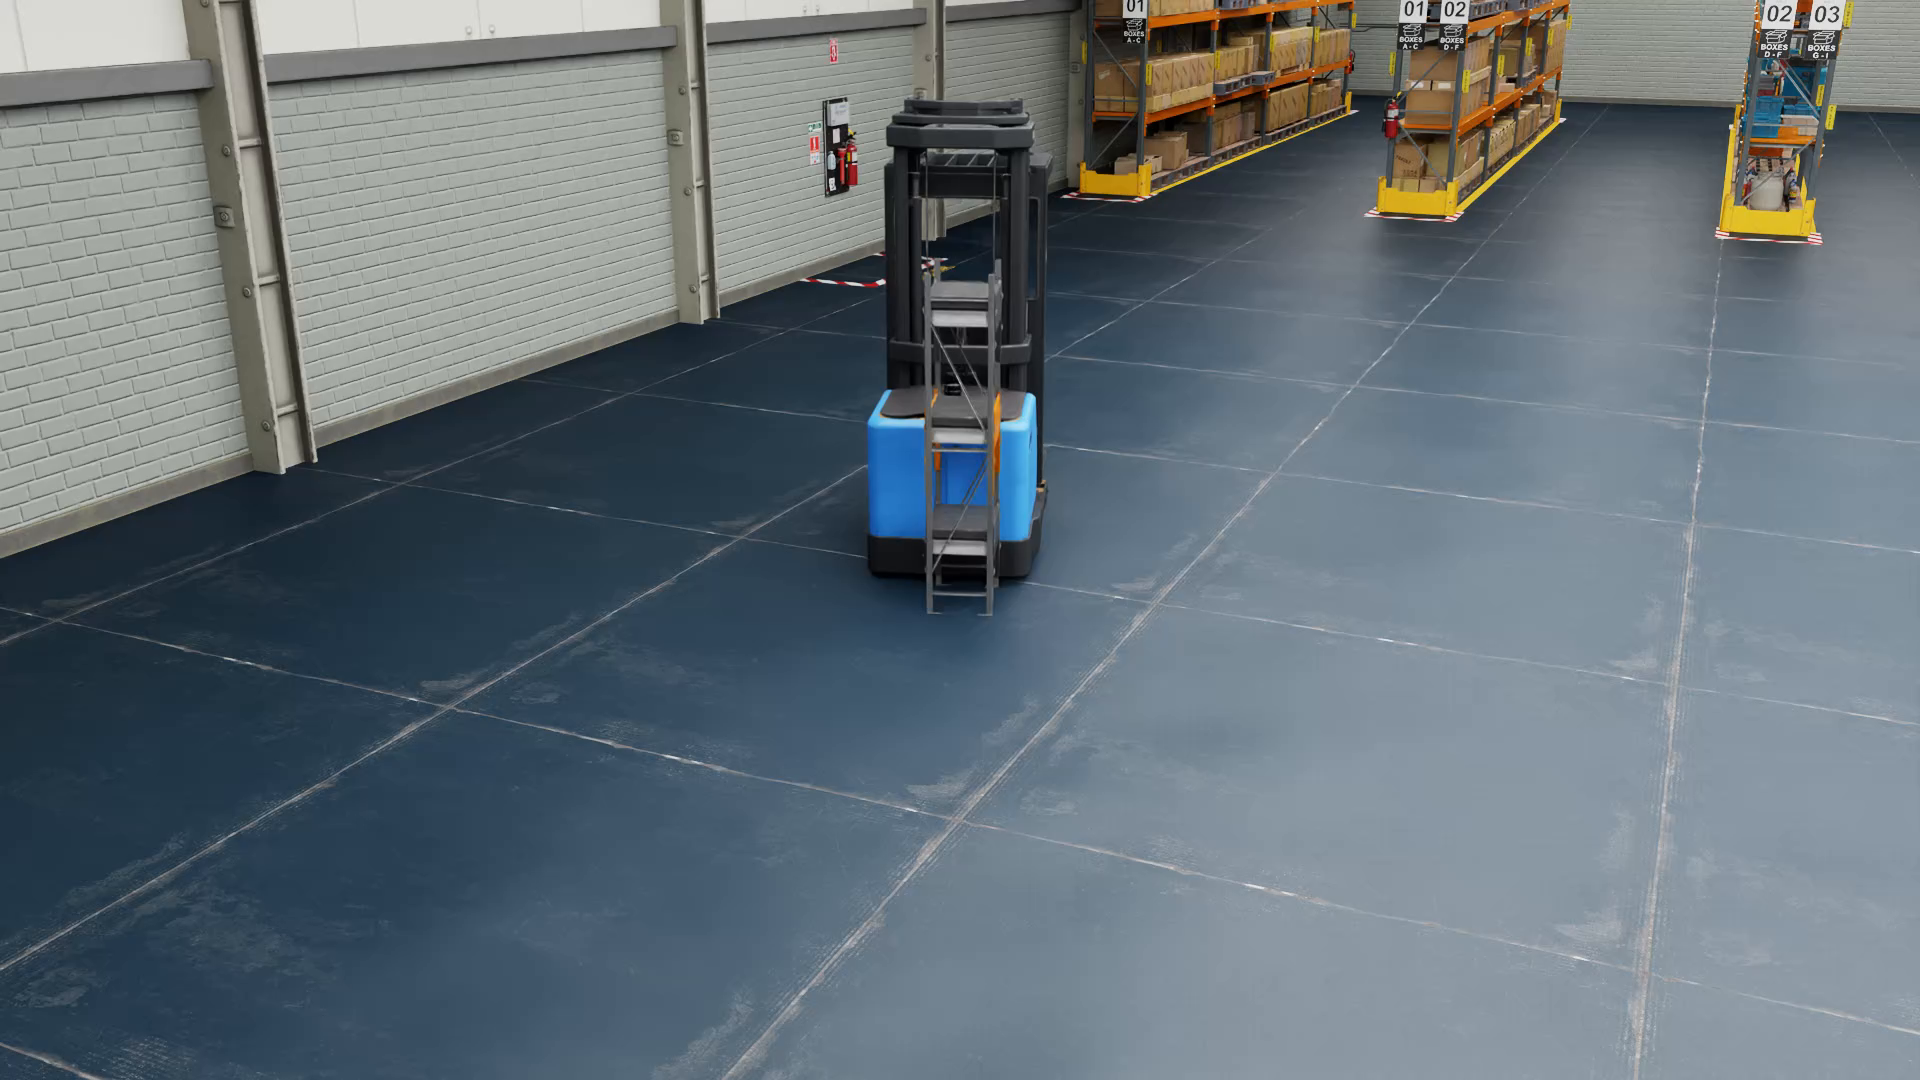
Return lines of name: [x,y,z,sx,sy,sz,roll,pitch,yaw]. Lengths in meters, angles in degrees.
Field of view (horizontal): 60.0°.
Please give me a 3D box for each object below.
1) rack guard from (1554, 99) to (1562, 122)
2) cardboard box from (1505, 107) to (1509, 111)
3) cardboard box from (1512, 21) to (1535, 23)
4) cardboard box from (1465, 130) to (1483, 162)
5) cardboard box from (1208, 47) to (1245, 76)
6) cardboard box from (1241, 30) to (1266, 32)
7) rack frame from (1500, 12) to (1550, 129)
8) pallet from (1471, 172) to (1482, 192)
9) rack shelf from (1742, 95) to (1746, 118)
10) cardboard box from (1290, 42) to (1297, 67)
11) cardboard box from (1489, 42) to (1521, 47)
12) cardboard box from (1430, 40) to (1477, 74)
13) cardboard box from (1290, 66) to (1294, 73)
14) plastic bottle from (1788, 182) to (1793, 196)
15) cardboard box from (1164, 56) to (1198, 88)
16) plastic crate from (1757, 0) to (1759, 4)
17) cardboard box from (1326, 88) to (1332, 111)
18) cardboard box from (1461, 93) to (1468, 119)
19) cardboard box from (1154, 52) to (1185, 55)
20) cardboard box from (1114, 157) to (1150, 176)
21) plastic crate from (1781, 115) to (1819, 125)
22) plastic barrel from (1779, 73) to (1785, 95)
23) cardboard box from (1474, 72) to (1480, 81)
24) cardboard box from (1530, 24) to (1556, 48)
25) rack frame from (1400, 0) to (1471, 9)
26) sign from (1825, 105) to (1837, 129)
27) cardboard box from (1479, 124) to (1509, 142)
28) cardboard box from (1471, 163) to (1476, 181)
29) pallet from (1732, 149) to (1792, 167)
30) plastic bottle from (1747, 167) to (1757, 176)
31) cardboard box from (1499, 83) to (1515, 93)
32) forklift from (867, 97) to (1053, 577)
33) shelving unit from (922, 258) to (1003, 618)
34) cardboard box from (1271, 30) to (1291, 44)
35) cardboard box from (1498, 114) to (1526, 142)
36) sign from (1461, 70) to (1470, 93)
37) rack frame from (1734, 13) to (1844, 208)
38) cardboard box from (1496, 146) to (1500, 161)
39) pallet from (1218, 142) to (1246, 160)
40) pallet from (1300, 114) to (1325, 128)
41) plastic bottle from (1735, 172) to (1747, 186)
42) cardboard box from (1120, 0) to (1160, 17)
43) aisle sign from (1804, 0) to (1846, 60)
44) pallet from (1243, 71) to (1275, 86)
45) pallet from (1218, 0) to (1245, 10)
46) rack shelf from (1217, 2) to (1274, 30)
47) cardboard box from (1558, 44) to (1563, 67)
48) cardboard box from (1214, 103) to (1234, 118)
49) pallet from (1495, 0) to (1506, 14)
rack guard: [13.586,-10.185,39.361,1.175,0.500,0.348,9,21,23]
cardboard box: [11.139,-8.762,34.704,0.500,0.500,0.500,9,21,23]
cardboard box: [12.571,-11.336,37.227,0.500,0.500,0.500,8,21,22]
cardboard box: [8.497,-6.650,28.050,0.500,0.500,0.500,9,21,23]
cardboard box: [5.147,-9.344,32.462,0.700,0.500,0.500,9,21,23]
cardboard box: [6.198,-10.657,35.217,0.500,0.250,0.500,8,21,21]
rack frame: [11.979,-10.163,35.570,1.000,3.000,0.127,9,21,23]
pallet: [8.339,-6.166,28.493,1.003,0.211,1.213,9,21,23]
rack shelf: [14.040,-7.309,28.618,1.077,0.370,4.000,9,21,23]
cardboard box: [6.886,-10.400,35.612,0.500,0.500,0.500,9,22,24]
cardboard box: [11.357,-10.075,34.546,0.700,0.500,0.500,12,23,31]
cardboard box: [7.911,-7.779,26.781,0.700,0.500,0.500,9,21,23]
cardboard box: [7.018,-10.208,36.041,0.380,0.149,0.250,8,21,21]
plastic bottle: [12.791,-5.383,25.543,0.097,0.271,0.097,0,20,0]
cardboard box: [3.856,-8.195,29.112,0.500,0.500,0.500,8,21,21]
plastic crate: [16.394,-10.967,33.669,0.450,0.188,0.662,9,21,23]
cardboard box: [8.491,-10.550,39.761,0.700,0.500,0.500,8,21,21]
cardboard box: [7.687,-6.995,26.512,0.700,0.500,0.500,9,21,23]
cardboard box: [3.799,-8.573,30.174,0.500,0.500,0.500,8,21,21]
cardboard box: [2.910,-6.313,28.100,0.500,0.311,0.500,6,20,17]
plastic crate: [12.787,-6.381,25.329,0.530,0.136,0.437,9,21,23]
plastic barrel: [14.290,-7.720,28.496,0.433,0.535,0.433,0,20,0]
cardboard box: [8.266,-7.570,27.160,0.380,0.149,0.250,9,22,24]
cardboard box: [12.640,-10.945,36.125,0.500,0.500,0.500,8,21,21]
rack frame: [7.065,-9.321,24.250,1.000,3.000,0.127,9,21,23]
sign: [12.083,-5.868,23.078,0.100,0.325,0.005,9,21,23]
cardboard box: [9.935,-7.599,31.000,0.500,0.311,0.500,8,21,22]
cardboard box: [8.308,-6.142,27.739,0.500,0.250,0.500,9,21,23]
pallet: [15.143,-7.192,31.378,1.003,0.211,1.213,9,21,23]
plastic bottle: [12.643,-5.786,26.560,0.144,0.351,0.185,9,21,23]
cardboard box: [10.225,-8.509,31.294,0.380,0.149,0.250,9,21,23]
forklift: [0.065,-1.597,11.584,1.130,2.935,3.031,2,20,5]
shelving unit: [0.021,-0.607,10.042,0.431,2.100,0.503,2,20,5]
cardboard box: [6.662,-10.590,35.028,0.500,0.250,0.500,9,21,23]
cardboard box: [10.997,-8.231,33.210,0.500,0.500,0.500,8,21,21]
sign: [7.569,-6.862,24.877,0.100,0.325,0.005,9,21,23]
rack frame: [11.583,-5.814,23.340,1.000,3.000,0.127,9,21,23]
cardboard box: [9.514,-7.024,30.220,0.500,0.250,0.500,8,21,21]
pallet: [4.998,-7.695,32.791,1.003,0.211,1.213,9,21,23]
pallet: [7.841,-9.750,38.568,1.003,0.211,1.213,9,21,23]
plastic bottle: [12.434,-5.748,26.453,0.144,0.351,0.185,8,21,20]
cardboard box: [2.909,-8.711,26.831,0.500,0.500,0.500,9,22,24]
aisle sign: [11.820,-6.977,22.730,0.394,0.787,0.004,9,21,23]
pallet: [5.626,-9.296,33.418,1.213,0.211,1.003,9,21,23]
pallet: [4.532,-9.895,30.620,1.213,0.211,1.003,9,21,23]
rack shelf: [5.001,-10.082,31.938,1.077,0.370,4.000,9,21,23]
cardboard box: [13.473,-11.100,38.054,0.500,0.500,0.500,9,21,23]
cardboard box: [5.076,-8.451,32.710,0.500,0.250,0.500,8,21,22]
pallet: [9.052,-9.312,28.986,0.805,0.209,1.217,8,21,21]
